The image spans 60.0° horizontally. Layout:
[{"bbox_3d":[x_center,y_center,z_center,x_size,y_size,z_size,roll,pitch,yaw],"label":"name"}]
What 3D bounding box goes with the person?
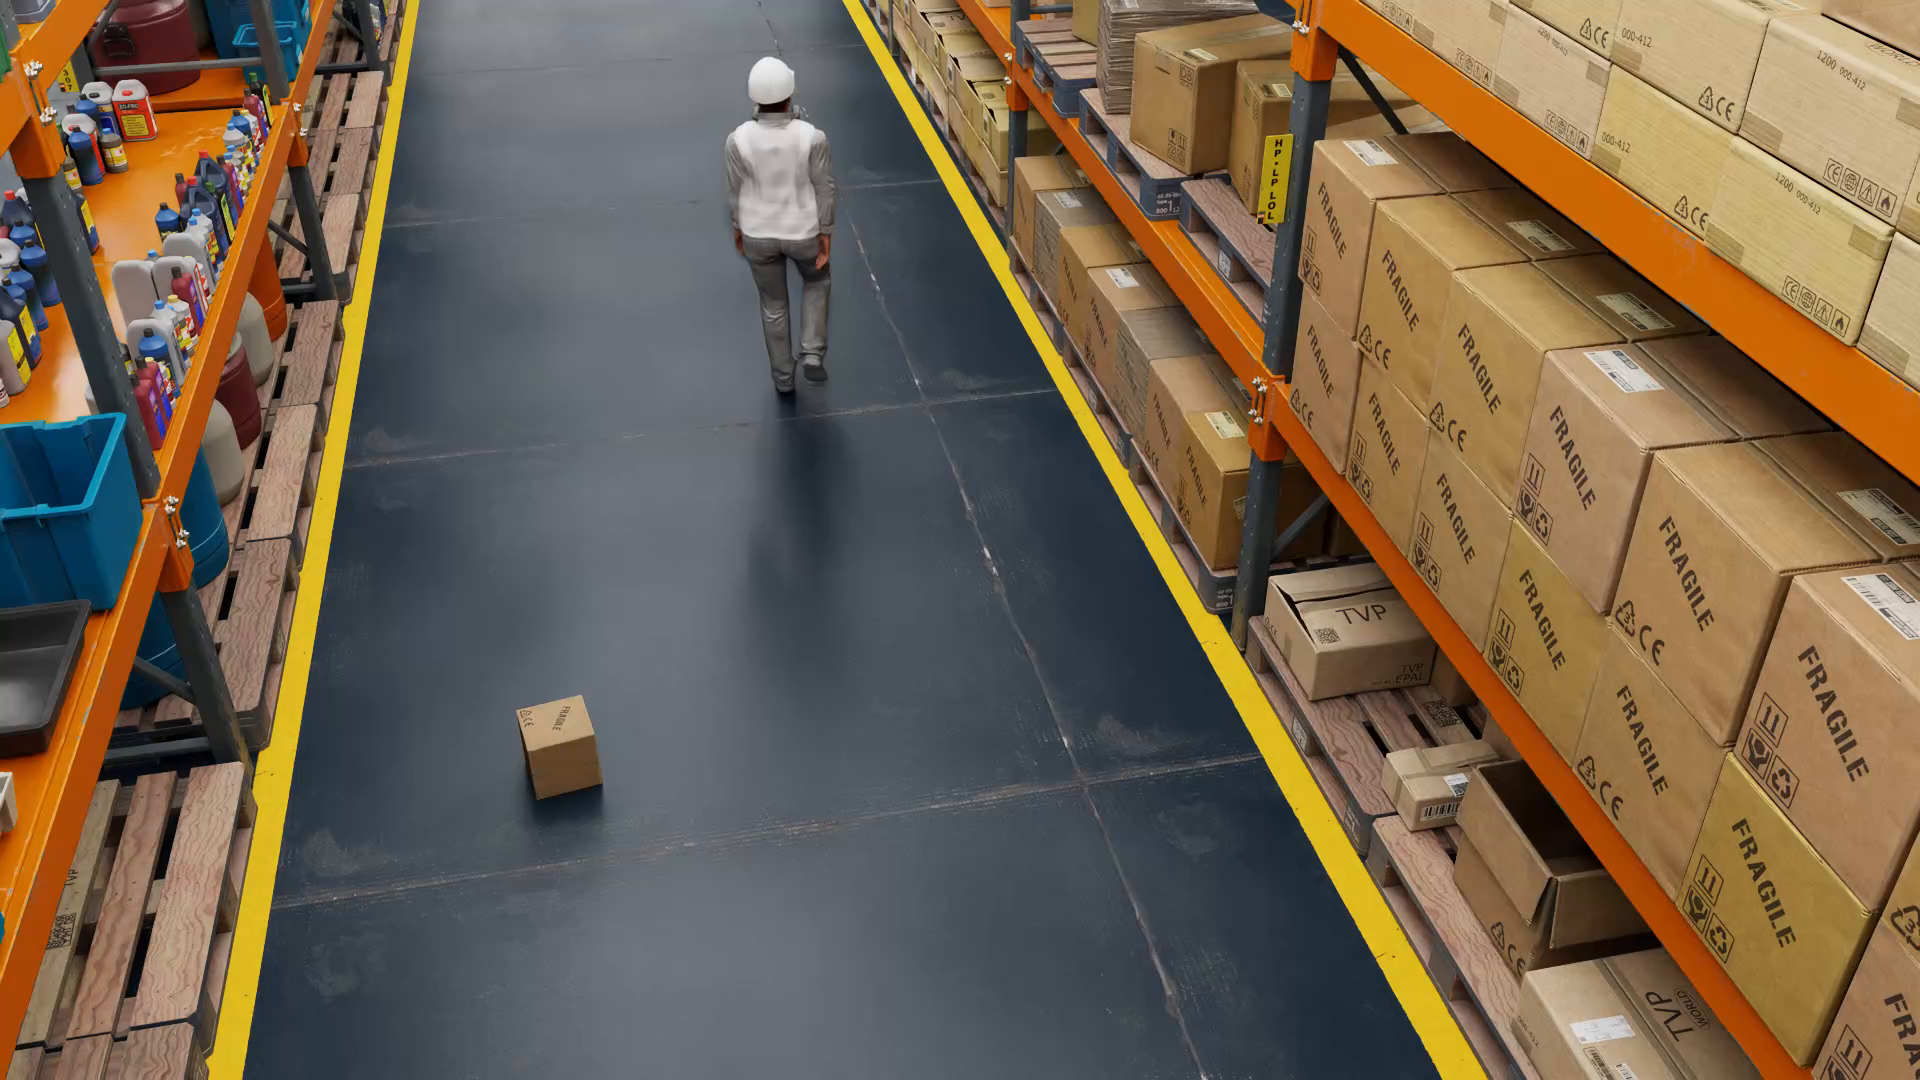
[{"bbox_3d":[-0.896,-1.520,8.477,0.453,1.472,0.456,-2,34,-3],"label":"person"}]
